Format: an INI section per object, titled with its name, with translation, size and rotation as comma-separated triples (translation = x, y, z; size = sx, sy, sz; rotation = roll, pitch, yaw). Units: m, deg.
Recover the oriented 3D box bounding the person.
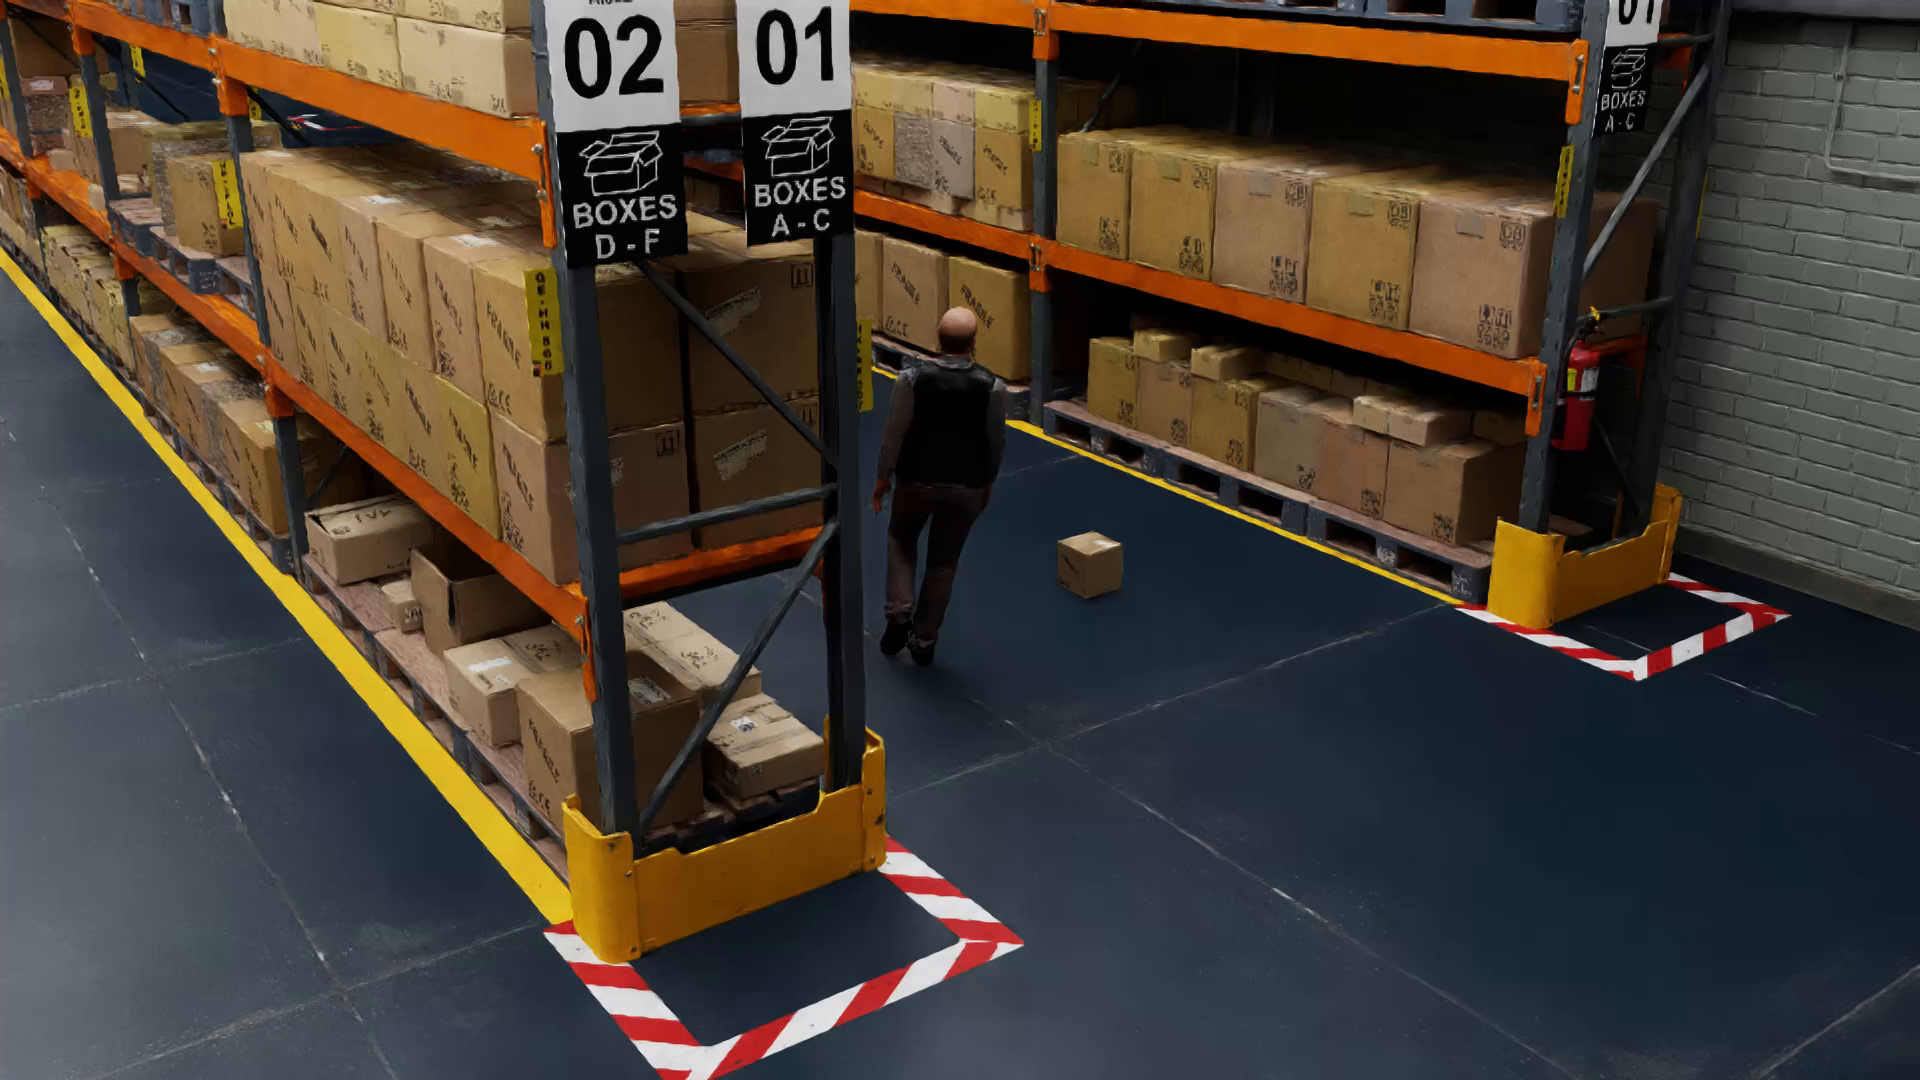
[person]
translation = -0.101, -0.268, 7.773
size = 0.623, 1.704, 0.452
rotation = -1, 21, -3
